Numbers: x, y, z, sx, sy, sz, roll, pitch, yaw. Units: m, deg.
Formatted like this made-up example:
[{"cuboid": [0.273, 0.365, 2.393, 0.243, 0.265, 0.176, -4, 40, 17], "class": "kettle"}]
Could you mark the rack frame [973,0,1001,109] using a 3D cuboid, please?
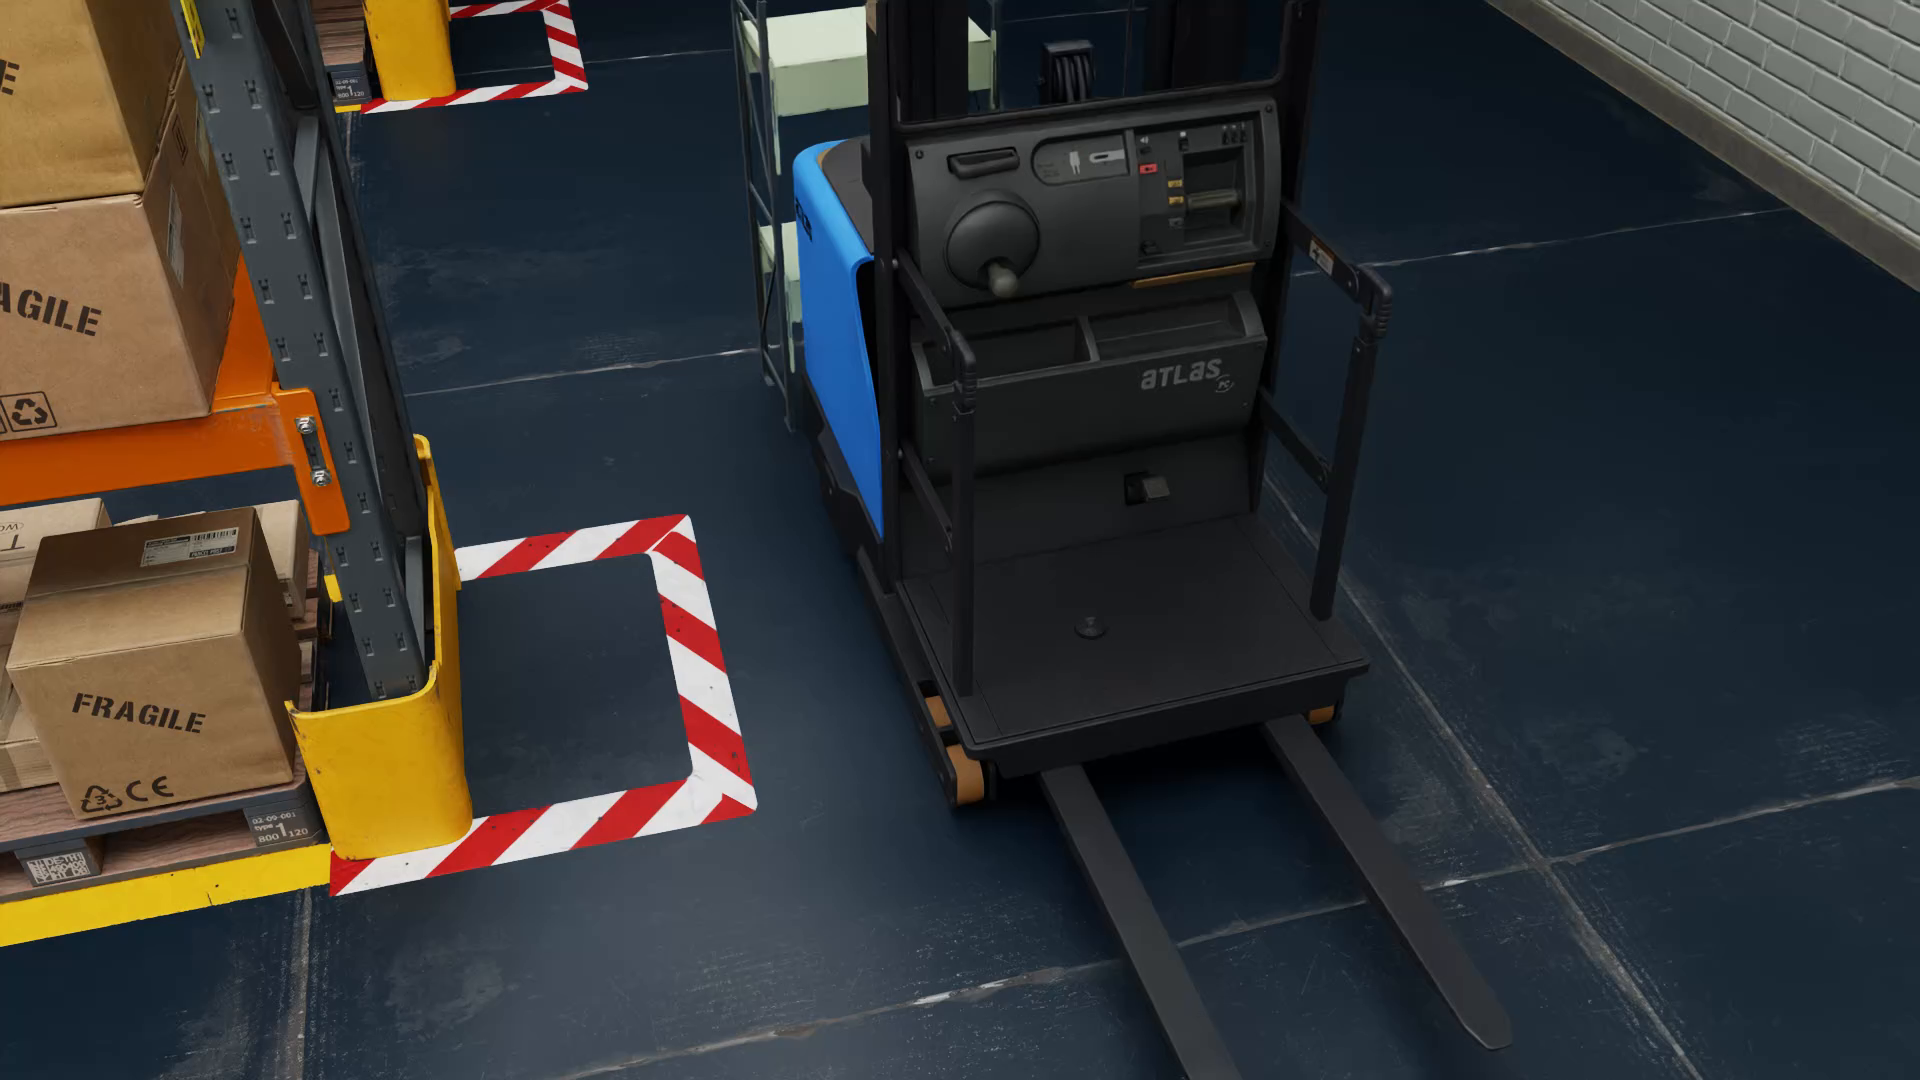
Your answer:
[{"cuboid": [0.048, -1.232, 5.626, 0.023, 1.500, 0.400, -12, 39, -15], "class": "rack frame"}]

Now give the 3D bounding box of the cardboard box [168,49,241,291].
[{"cuboid": [-1.986, -0.878, 3.847, 0.500, 0.500, 0.500, -9, 38, -11], "class": "cardboard box"}]

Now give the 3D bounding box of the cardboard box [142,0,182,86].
[{"cuboid": [-1.986, -1.275, 3.543, 0.500, 0.500, 0.500, -8, 38, -11], "class": "cardboard box"}]

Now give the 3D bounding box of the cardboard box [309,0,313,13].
[{"cuboid": [-3.433, -2.663, 7.975, 0.500, 0.500, 0.700, -9, 38, -12], "class": "cardboard box"}]

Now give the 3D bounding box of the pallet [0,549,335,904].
[{"cuboid": [-2.331, 0.493, 4.433, 1.213, 0.211, 1.003, -9, 38, -12], "class": "pallet"}]

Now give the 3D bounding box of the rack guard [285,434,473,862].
[{"cuboid": [-1.562, 0.251, 4.511, 0.348, 0.500, 1.175, -9, 38, -12], "class": "rack guard"}]

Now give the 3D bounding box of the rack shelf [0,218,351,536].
[{"cuboid": [-3.419, -0.151, 3.571, 4.000, 0.370, 1.077, -9, 38, -12], "class": "rack shelf"}]

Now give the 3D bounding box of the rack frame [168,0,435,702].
[{"cuboid": [-1.489, -0.754, 3.767, 0.127, 3.000, 1.000, -9, 38, -12], "class": "rack frame"}]

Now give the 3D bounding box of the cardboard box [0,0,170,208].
[{"cuboid": [-1.847, -0.959, 3.130, 0.500, 0.500, 0.500, -10, 38, -12], "class": "cardboard box"}]

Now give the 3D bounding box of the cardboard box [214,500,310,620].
[{"cuboid": [-1.983, 0.068, 4.676, 0.250, 0.149, 0.380, -9, 38, -12], "class": "cardboard box"}]

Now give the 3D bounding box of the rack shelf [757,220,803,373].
[{"cuboid": [-0.297, -0.898, 5.727, 0.720, 0.370, 0.431, -12, 39, -15], "class": "rack shelf"}]

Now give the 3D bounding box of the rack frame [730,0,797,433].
[{"cuboid": [-0.642, -1.083, 5.431, 0.023, 1.500, 0.400, -12, 39, -15], "class": "rack frame"}]

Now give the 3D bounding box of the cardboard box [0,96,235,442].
[{"cuboid": [-1.850, -0.563, 3.435, 0.500, 0.500, 0.500, -8, 38, -11], "class": "cardboard box"}]

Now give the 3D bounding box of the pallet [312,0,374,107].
[{"cuboid": [-3.535, -2.379, 8.186, 1.213, 0.211, 1.003, -9, 38, -12], "class": "pallet"}]

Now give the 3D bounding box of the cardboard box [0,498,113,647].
[{"cuboid": [-2.570, 0.162, 4.470, 0.500, 0.250, 0.500, -9, 38, -12], "class": "cardboard box"}]

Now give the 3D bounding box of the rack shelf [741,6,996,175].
[{"cuboid": [-0.297, -1.467, 5.292, 0.720, 0.370, 0.431, -12, 39, -15], "class": "rack shelf"}]

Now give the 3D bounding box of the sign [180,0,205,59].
[{"cuboid": [-1.363, -1.011, 2.889, 0.005, 0.325, 0.100, -9, 38, -12], "class": "sign"}]

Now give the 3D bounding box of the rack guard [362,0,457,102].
[{"cuboid": [-2.761, -2.670, 8.329, 0.348, 0.500, 1.175, -9, 38, -12], "class": "rack guard"}]

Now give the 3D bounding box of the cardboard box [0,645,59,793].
[{"cuboid": [-2.364, 0.439, 4.178, 0.250, 0.166, 0.380, -9, 38, -12], "class": "cardboard box"}]

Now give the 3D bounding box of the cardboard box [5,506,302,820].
[{"cuboid": [-1.949, 0.295, 4.091, 0.500, 0.500, 0.500, -9, 38, -12], "class": "cardboard box"}]

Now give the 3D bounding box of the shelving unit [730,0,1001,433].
[{"cuboid": [-0.297, -1.157, 5.529, 0.755, 1.500, 0.431, -12, 39, -15], "class": "shelving unit"}]

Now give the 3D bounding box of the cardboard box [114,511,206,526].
[{"cuboid": [-2.224, 0.101, 4.619, 0.250, 0.166, 0.380, -9, 38, -12], "class": "cardboard box"}]

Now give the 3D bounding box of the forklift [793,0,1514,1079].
[{"cuboid": [0.399, -0.746, 3.813, 1.130, 2.935, 3.031, -11, 39, -14], "class": "forklift"}]
